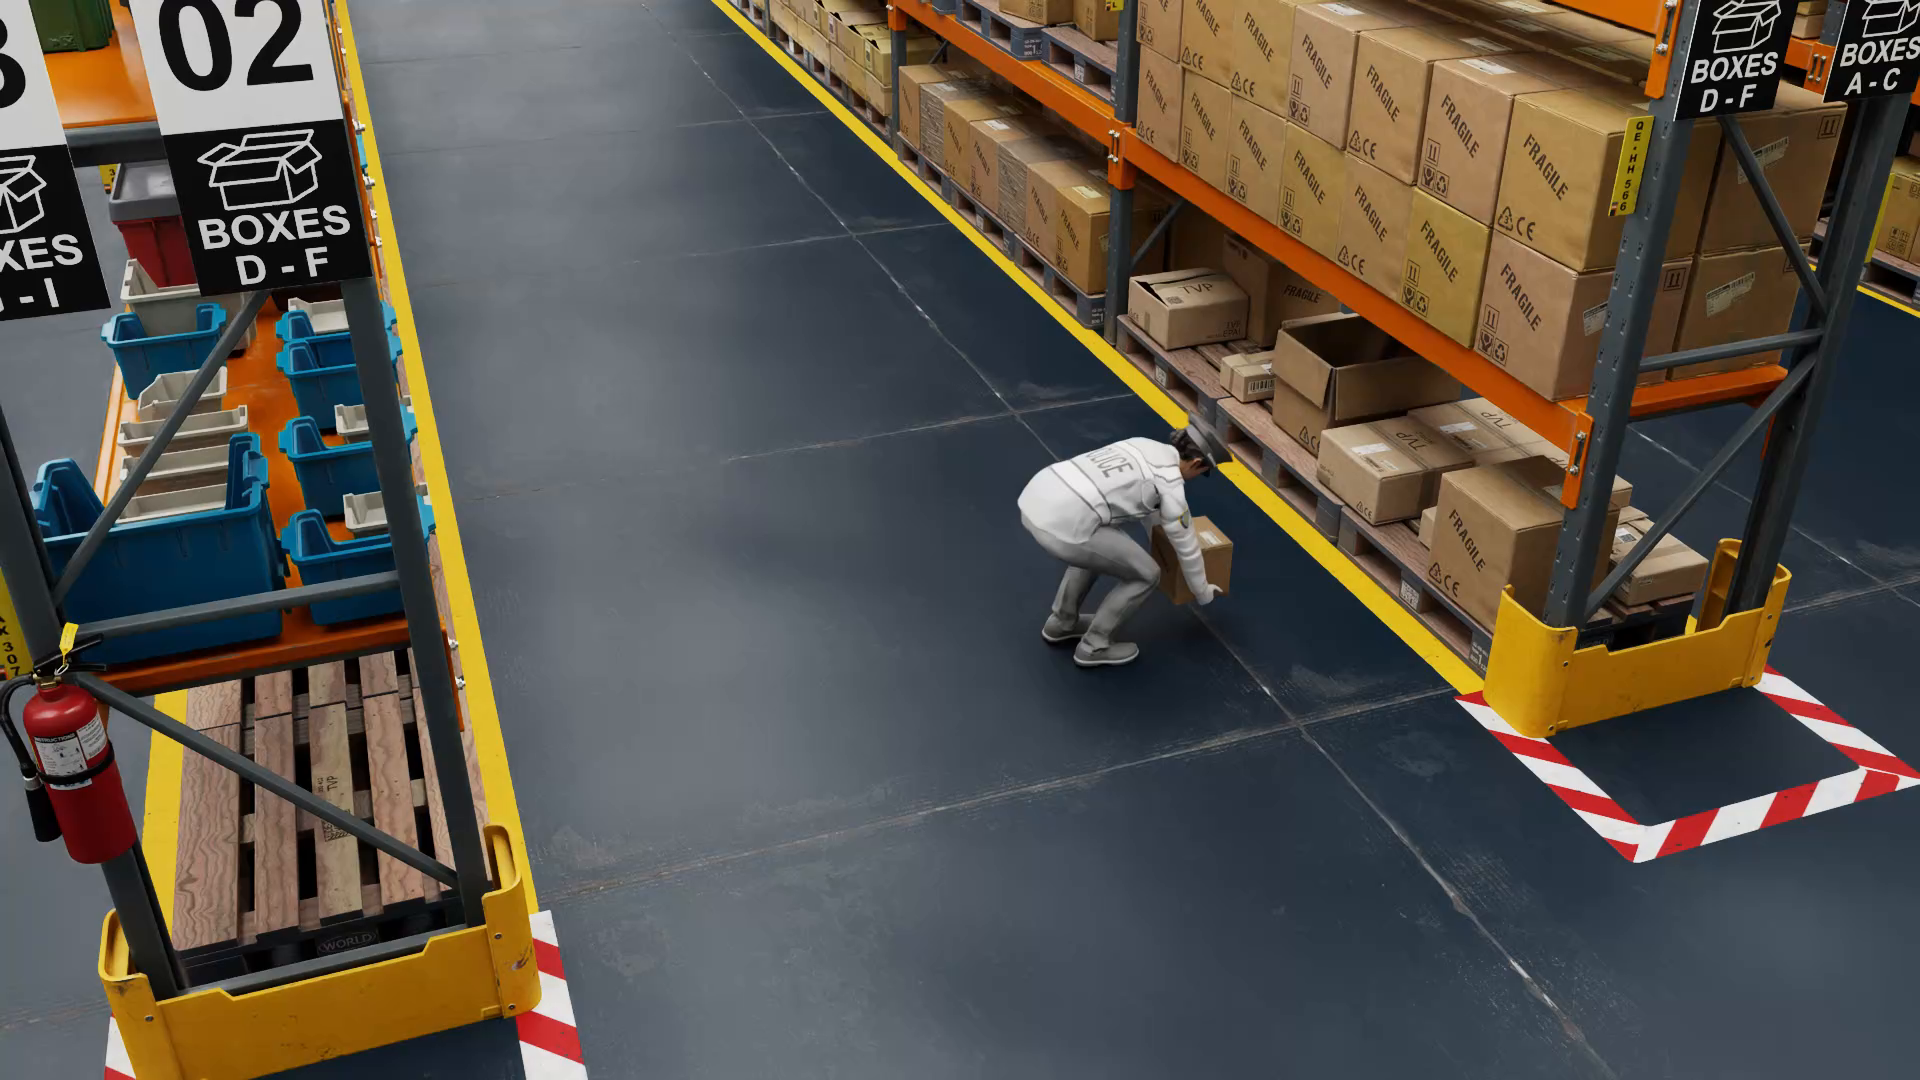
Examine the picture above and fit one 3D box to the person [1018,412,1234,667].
[{"bbox_3d":[0.678,-0.002,6.810,0.917,0.991,0.460,-12,32,-20],"label":"person"}]
